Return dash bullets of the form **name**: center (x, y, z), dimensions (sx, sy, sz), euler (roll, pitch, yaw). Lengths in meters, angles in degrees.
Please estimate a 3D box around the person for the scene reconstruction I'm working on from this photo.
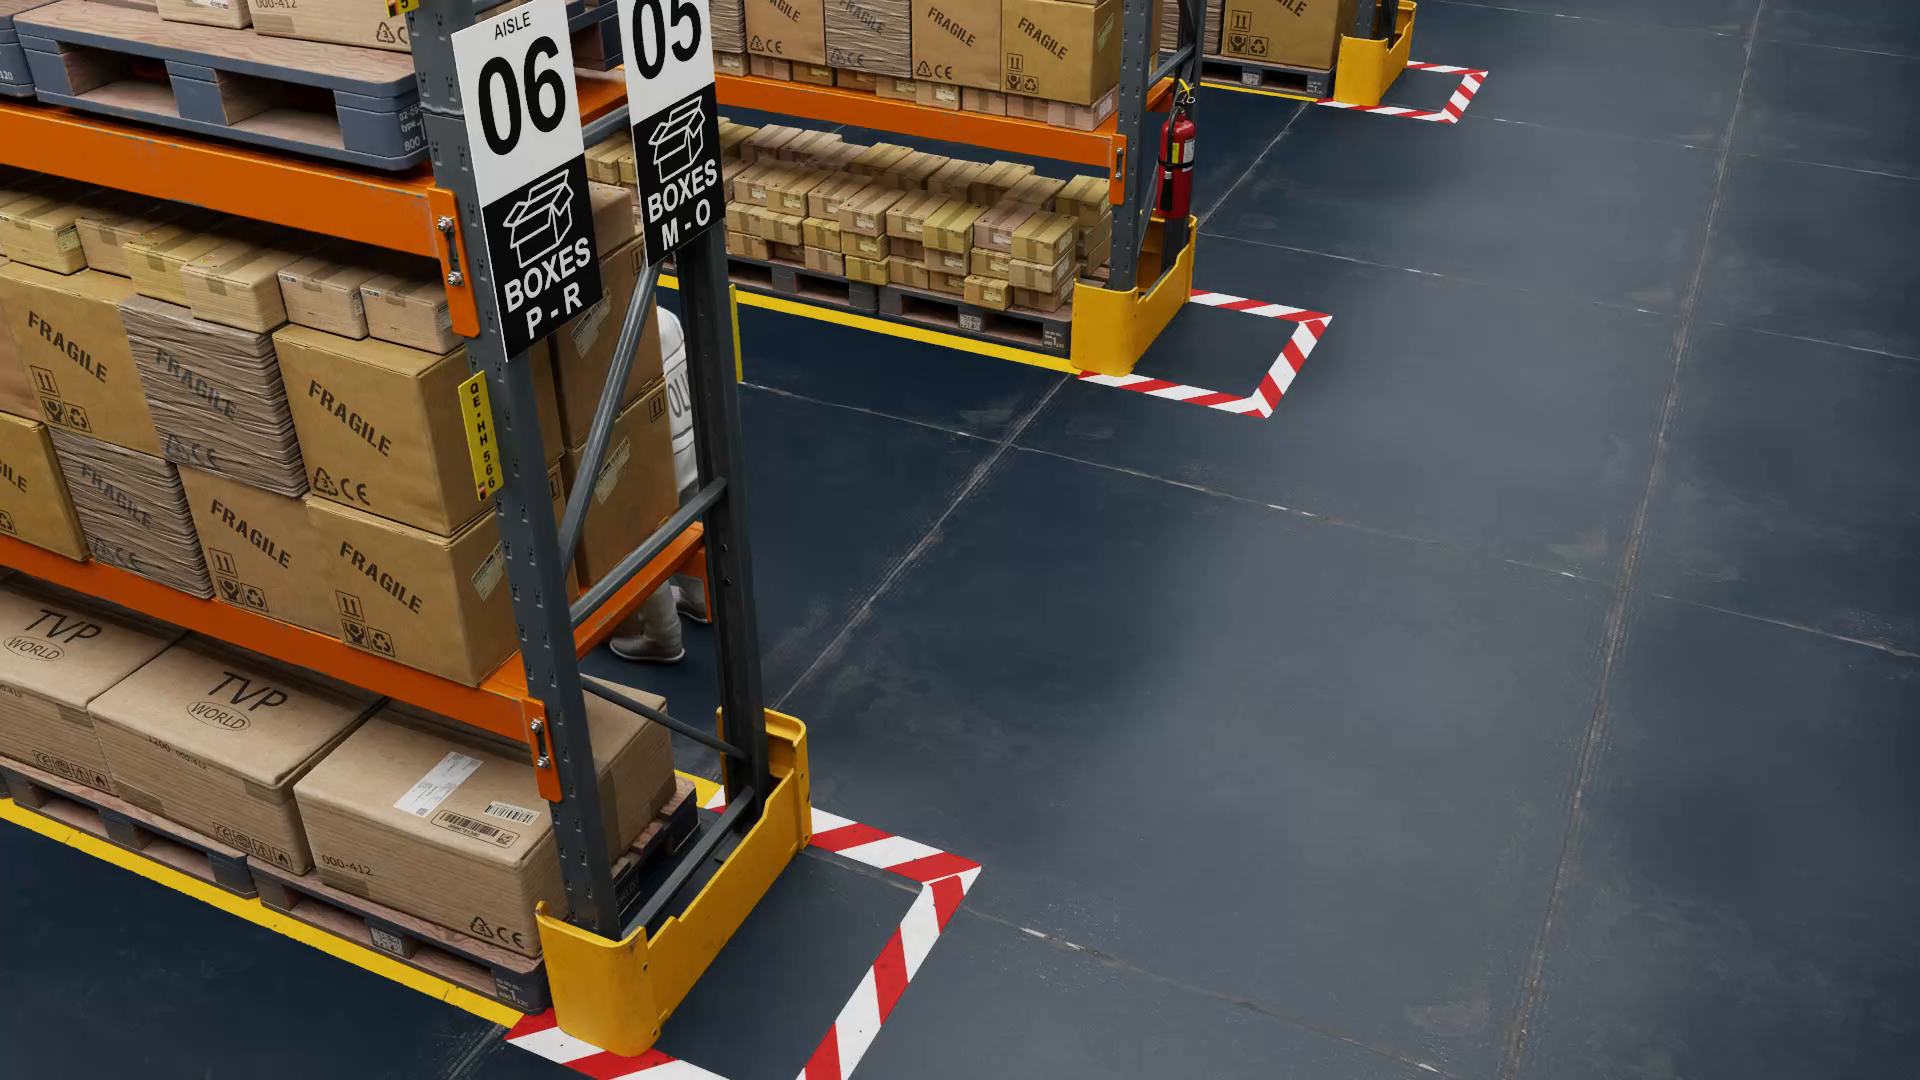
- **person**: center (-1.222, -0.306, 6.596), dimensions (0.434, 1.748, 0.595), euler (13, 36, 19)
